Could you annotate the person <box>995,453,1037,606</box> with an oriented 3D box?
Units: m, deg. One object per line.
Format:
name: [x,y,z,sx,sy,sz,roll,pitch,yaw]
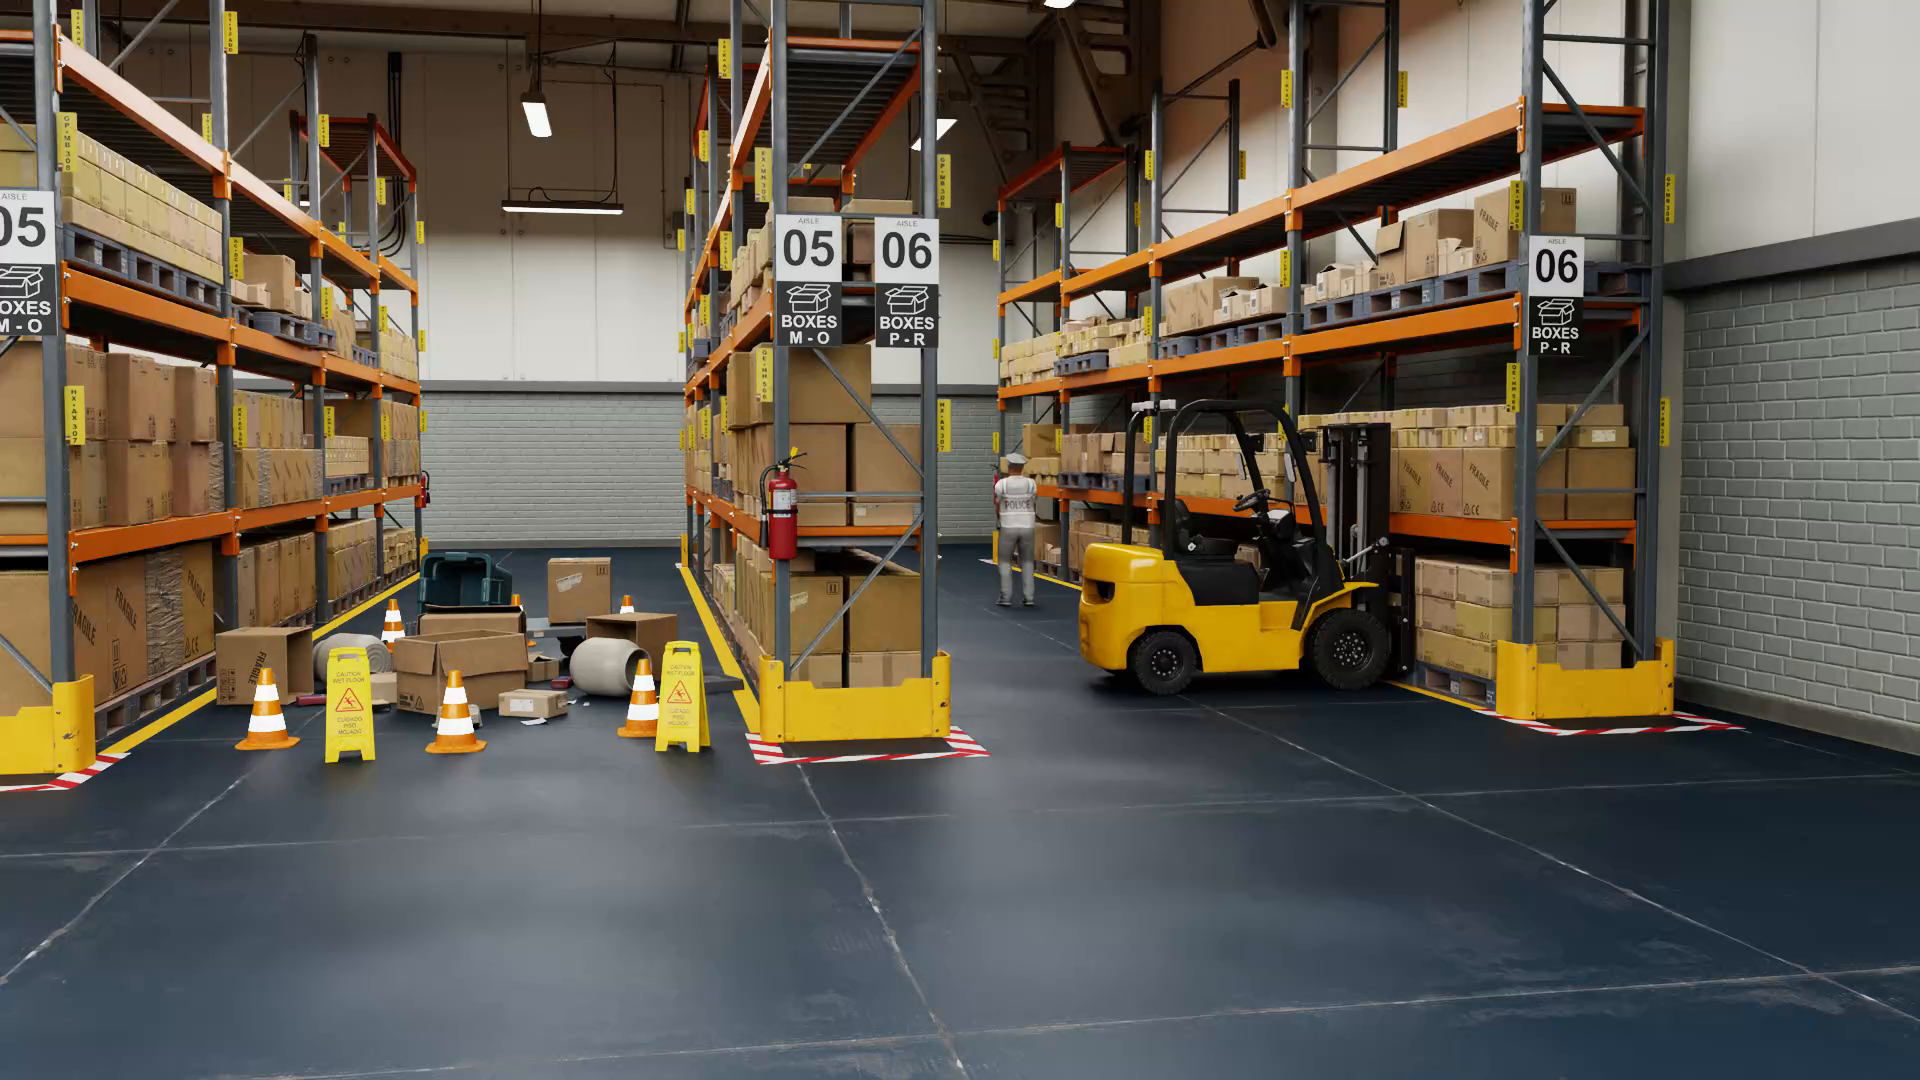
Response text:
person: [0.624,-0.127,19.292,0.494,1.766,0.565,-1,3,-11]
